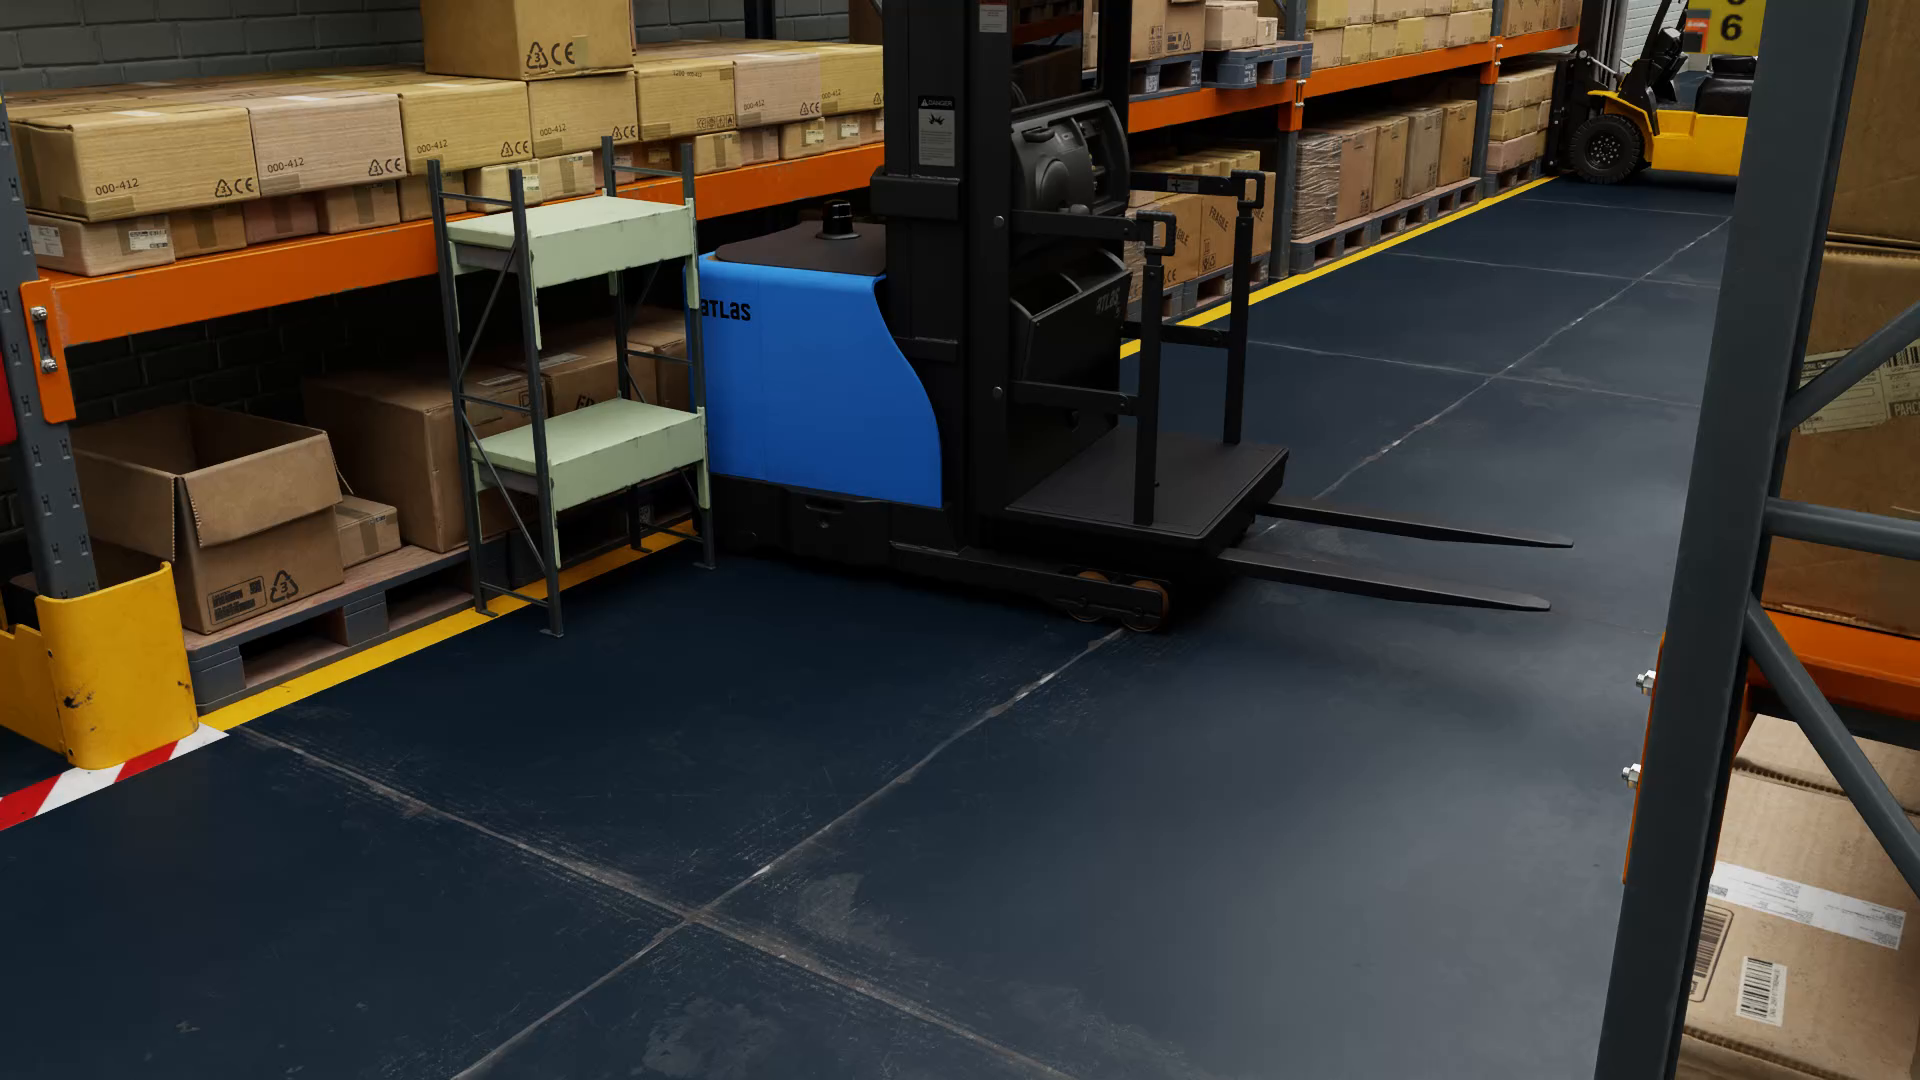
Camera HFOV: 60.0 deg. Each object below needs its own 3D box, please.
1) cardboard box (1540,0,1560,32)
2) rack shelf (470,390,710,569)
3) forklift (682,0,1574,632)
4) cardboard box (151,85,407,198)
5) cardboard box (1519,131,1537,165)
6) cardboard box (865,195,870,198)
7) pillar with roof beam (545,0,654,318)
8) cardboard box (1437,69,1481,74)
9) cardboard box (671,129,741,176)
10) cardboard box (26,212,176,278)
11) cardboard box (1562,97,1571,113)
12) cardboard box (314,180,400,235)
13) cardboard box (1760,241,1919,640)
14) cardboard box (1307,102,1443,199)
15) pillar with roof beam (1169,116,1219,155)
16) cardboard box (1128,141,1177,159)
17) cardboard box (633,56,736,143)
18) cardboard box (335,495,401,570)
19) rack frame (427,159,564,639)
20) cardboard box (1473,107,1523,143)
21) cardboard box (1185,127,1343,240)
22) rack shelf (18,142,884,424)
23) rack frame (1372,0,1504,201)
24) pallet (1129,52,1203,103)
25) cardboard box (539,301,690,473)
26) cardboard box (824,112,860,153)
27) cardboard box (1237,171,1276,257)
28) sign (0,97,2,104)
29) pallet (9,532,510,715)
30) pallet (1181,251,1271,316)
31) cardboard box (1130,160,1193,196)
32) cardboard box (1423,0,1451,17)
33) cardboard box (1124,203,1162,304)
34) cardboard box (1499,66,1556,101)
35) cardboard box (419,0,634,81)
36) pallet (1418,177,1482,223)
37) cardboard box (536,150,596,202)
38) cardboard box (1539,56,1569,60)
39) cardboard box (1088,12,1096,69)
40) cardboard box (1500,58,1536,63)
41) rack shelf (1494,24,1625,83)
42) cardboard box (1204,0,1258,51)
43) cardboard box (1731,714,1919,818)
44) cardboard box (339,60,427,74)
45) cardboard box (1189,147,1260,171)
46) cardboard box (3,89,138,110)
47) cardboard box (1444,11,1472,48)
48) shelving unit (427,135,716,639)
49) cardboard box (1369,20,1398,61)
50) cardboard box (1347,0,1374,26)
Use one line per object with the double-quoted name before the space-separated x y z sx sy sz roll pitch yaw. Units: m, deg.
"cardboard box" 4.982 -4.773 14.700 0.500 0.500 0.500 13 24 31
"rack shelf" -1.256 -0.223 5.646 0.431 0.370 0.720 13 24 32
"forklift" 0.563 -1.282 5.507 3.031 2.935 1.130 9 22 24
"cardboard box" -2.030 -1.200 4.972 0.500 0.250 0.500 14 24 32
"cardboard box" 4.773 -3.481 14.711 0.500 0.250 0.500 13 24 31
"cardboard box" -0.301 -1.694 8.584 0.380 0.149 0.250 14 24 32
"pillar with roof beam" 1.881 -4.006 4.123 9.100 9.000 0.400 13 24 32
"cardboard box" 4.343 -4.055 14.820 0.500 0.250 0.500 13 24 31
"cardboard box" -1.058 -1.490 6.332 0.380 0.149 0.250 13 24 31
"cardboard box" -2.380 -0.831 4.550 0.380 0.149 0.250 13 24 31
"cardboard box" 5.340 -4.003 15.401 0.500 0.250 0.500 13 24 32
"cardboard box" -1.963 -1.056 5.158 0.380 0.149 0.250 14 25 33
"cardboard box" 1.368 -0.178 2.278 0.500 0.500 0.500 13 24 32
"cardboard box" 3.228 -3.061 13.035 0.875 0.625 0.625 13 24 31
"pillar with roof beam" 5.253 -5.727 8.777 9.100 9.000 0.400 13 24 32
"cardboard box" 1.155 -2.443 10.610 0.380 0.149 0.250 15 25 35
"cardboard box" -1.188 -1.644 6.173 0.500 0.250 0.500 13 24 31
"cardboard box" -2.098 -0.039 5.551 0.380 0.149 0.250 12 24 30
"rack frame" -1.461 -0.424 5.248 0.400 1.500 0.023 13 24 32
"cardboard box" 4.481 -3.572 14.234 0.500 0.250 0.500 13 24 32
"cardboard box" 2.068 -2.463 11.417 0.875 0.625 0.625 14 25 34
"rack shelf" -1.667 -1.144 6.072 1.077 0.370 4.000 13 24 32
"rack frame" 3.954 -4.351 13.704 1.000 3.000 0.127 13 24 32
"pallet" 0.616 -2.555 9.124 1.003 0.211 1.213 13 24 32
"cardboard box" -1.273 -0.625 6.629 0.700 0.500 0.500 12 24 30
"cardboard box" -0.642 -1.718 6.949 0.380 0.149 0.250 14 25 33
"cardboard box" 1.646 -2.065 10.521 0.500 0.500 0.500 14 25 33
"sign" -2.343 -1.208 3.960 0.100 0.325 0.005 13 24 32
"pallet" -2.301 0.149 5.558 1.003 0.211 1.213 13 24 32
"pallet" 1.255 -1.689 10.526 1.003 0.211 1.213 13 24 32
"cardboard box" 1.139 -2.123 9.743 0.380 0.149 0.250 14 25 33
"cardboard box" 3.314 -4.030 12.332 0.500 0.250 0.500 14 24 33
"cardboard box" 0.787 -1.620 9.318 0.500 0.500 0.500 12 24 30
"cardboard box" 5.052 -4.095 14.928 0.500 0.250 0.500 14 25 34
"cardboard box" -1.471 -1.837 5.614 0.500 0.500 0.500 14 24 33
"pallet" 3.572 -2.824 13.596 1.003 0.211 1.213 13 24 32
"cardboard box" -1.483 -1.270 5.738 0.380 0.149 0.250 14 24 33
"cardboard box" 5.920 -4.534 16.117 0.500 0.250 0.500 14 24 33
"cardboard box" 0.555 -2.513 8.325 0.396 0.266 0.258 15 25 34
"cardboard box" 5.208 -4.489 15.993 0.500 0.250 0.500 13 24 31
"rack shelf" 5.078 -4.588 15.380 1.077 0.370 4.000 13 24 32
"cardboard box" 1.380 -2.964 9.566 0.500 0.250 0.500 12 23 29
"cardboard box" 2.112 0.591 3.433 0.875 0.438 0.875 14 25 33
"cardboard box" -1.885 -1.600 6.054 0.500 0.250 0.500 13 24 32
"cardboard box" 1.637 -2.341 10.333 0.380 0.149 0.250 12 23 29
"cardboard box" -2.752 -1.161 4.867 0.500 0.250 0.500 14 25 33
"cardboard box" 3.609 -3.940 12.809 0.500 0.250 0.500 13 24 32
"shelving unit" -1.255 -0.529 5.533 0.431 1.500 0.755 13 24 32
"cardboard box" 2.728 -3.505 11.634 0.500 0.250 0.500 12 24 30
"cardboard box" 2.440 -3.591 11.144 0.500 0.250 0.500 14 25 33
